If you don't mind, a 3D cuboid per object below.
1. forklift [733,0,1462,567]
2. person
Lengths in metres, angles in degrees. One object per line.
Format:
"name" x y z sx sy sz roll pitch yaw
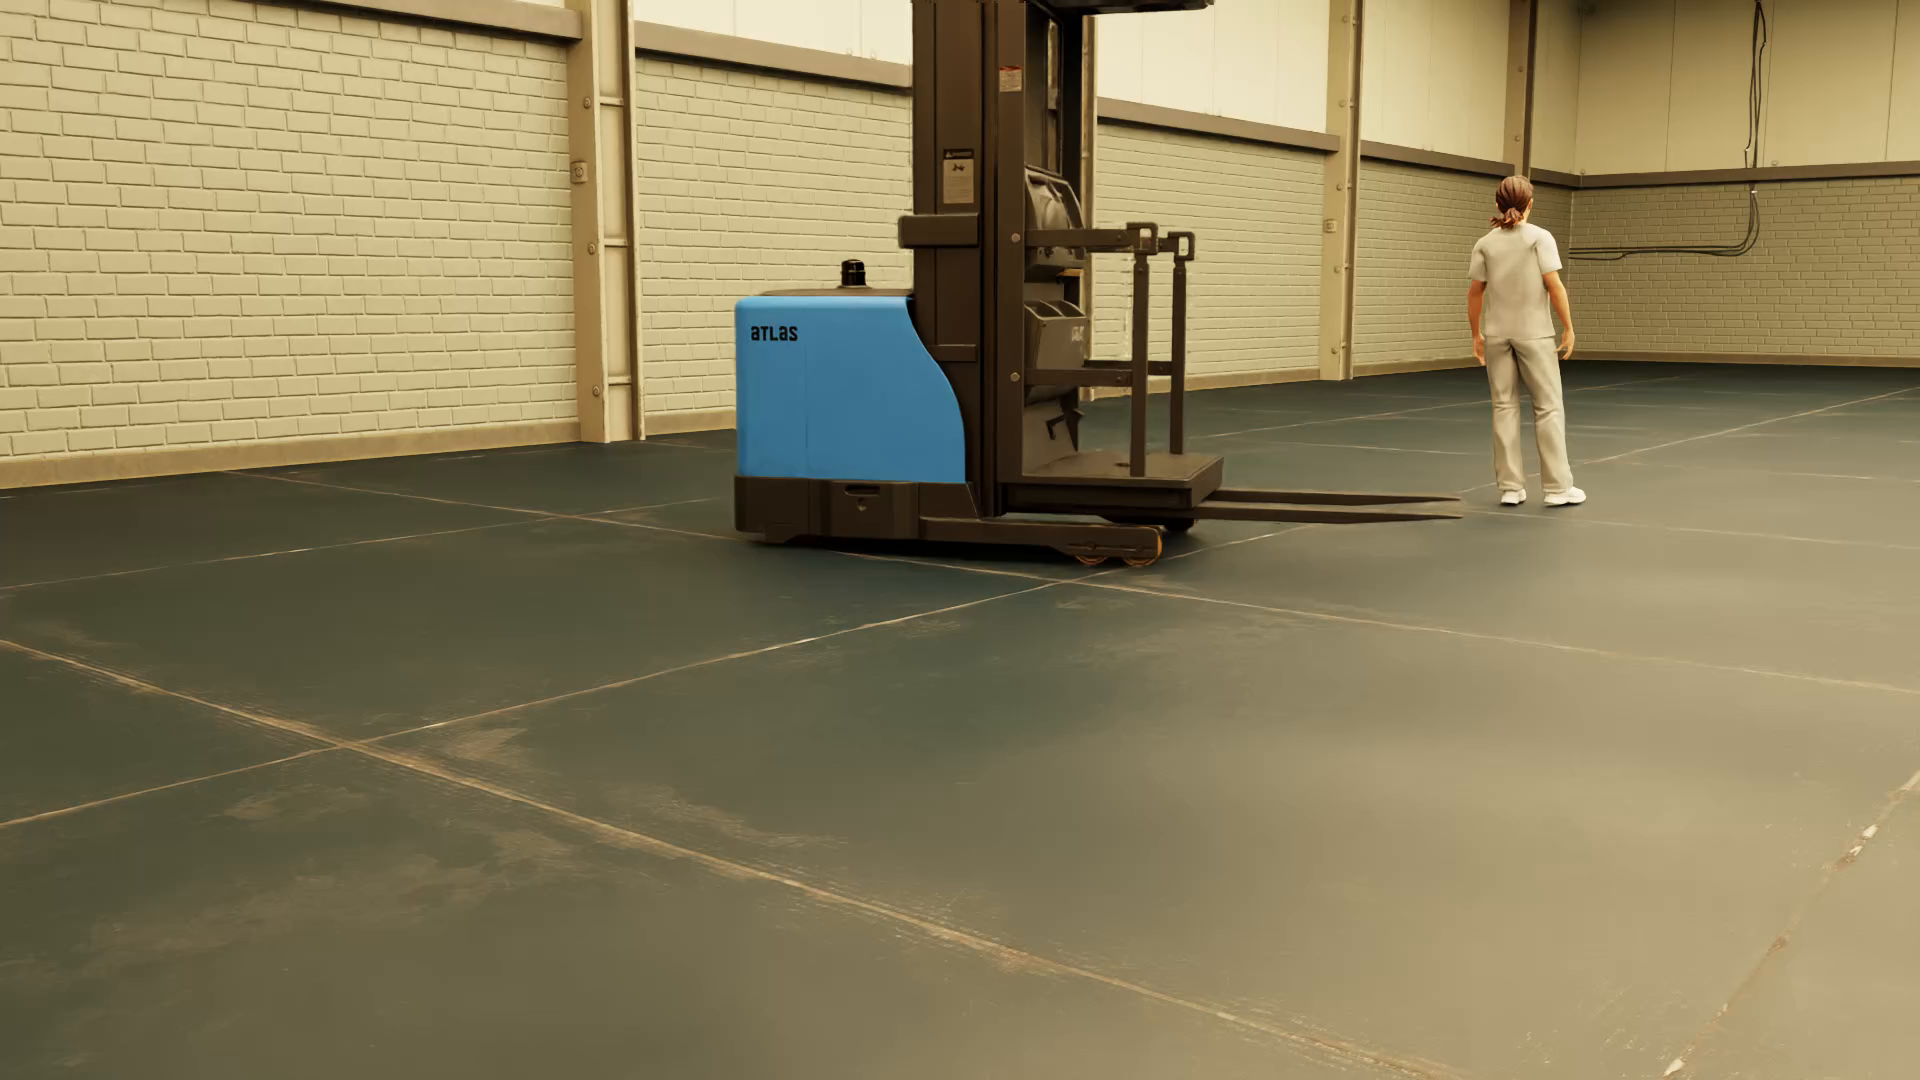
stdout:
"forklift" 0.596 -1.427 7.036 3.031 2.935 1.130 2 9 16
"person" 2.914 -1.025 8.574 0.550 1.673 0.548 7 11 39
